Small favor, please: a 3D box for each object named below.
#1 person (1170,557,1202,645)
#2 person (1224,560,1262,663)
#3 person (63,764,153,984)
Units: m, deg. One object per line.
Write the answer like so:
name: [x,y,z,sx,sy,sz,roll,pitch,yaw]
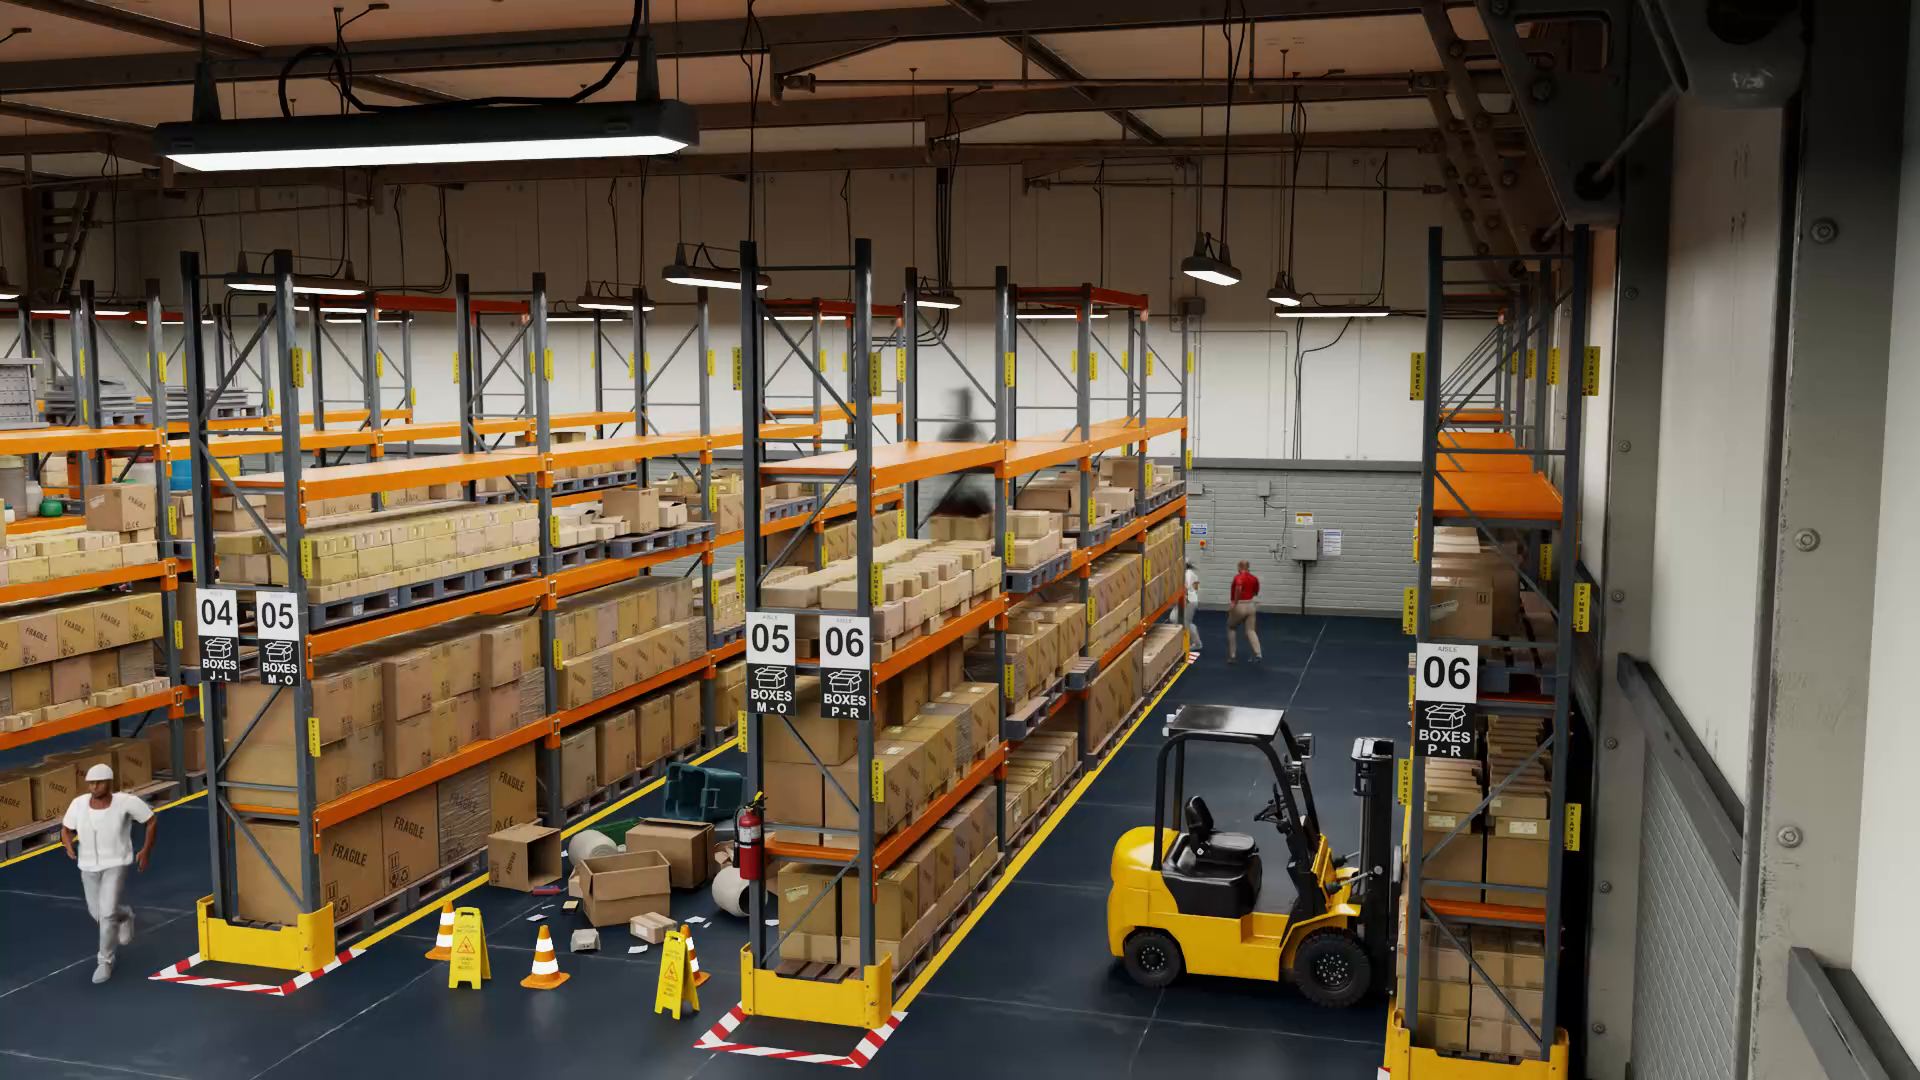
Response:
person: [3.904,1.061,29.153,0.598,1.552,0.586,1,6,7]
person: [4.736,1.225,27.628,0.635,1.792,0.874,-3,7,-24]
person: [-7.193,2.744,14.028,0.701,1.761,0.853,0,6,-3]
